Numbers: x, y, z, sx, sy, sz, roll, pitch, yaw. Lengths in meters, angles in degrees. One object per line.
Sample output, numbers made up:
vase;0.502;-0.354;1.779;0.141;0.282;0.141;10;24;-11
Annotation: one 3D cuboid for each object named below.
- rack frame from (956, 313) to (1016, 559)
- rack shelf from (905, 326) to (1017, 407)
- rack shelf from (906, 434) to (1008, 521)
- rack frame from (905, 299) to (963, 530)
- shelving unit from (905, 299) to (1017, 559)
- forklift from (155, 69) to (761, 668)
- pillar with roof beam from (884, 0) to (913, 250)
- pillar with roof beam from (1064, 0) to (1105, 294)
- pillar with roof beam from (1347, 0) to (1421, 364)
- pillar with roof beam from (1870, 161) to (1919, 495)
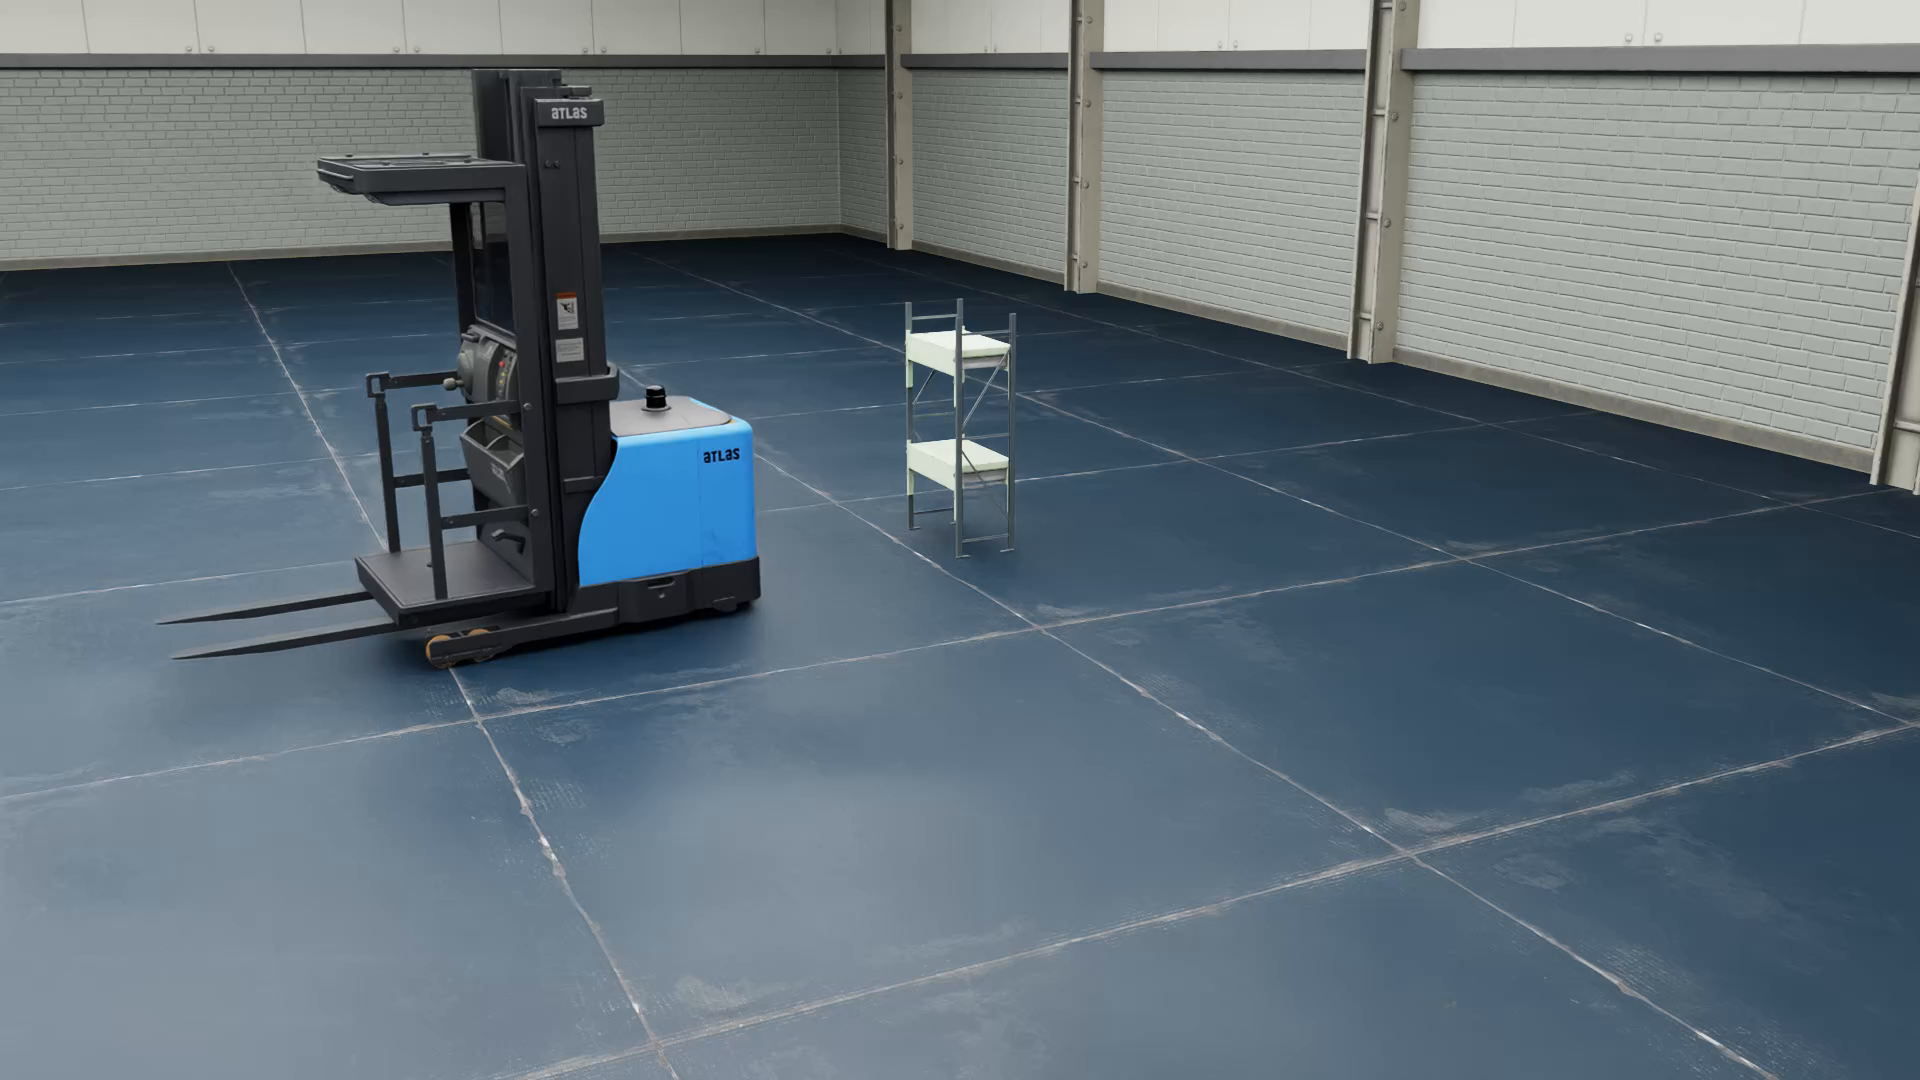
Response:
rack frame;0.157;-0.632;10.233;0.400;1.500;0.023;-8;18;-25
rack shelf;-0.003;-1.098;10.442;0.431;0.370;0.720;-8;18;-25
rack shelf;-0.003;-0.409;10.639;0.431;0.370;0.720;-8;18;-25
rack frame;-0.163;-0.813;10.866;0.400;1.500;0.023;-8;18;-25
shelving unit;-0.003;-0.723;10.550;0.431;1.500;0.755;-8;18;-25
forklift;-2.654;-0.921;8.647;3.031;2.935;1.130;-9;19;-30
pillar with roof beam;-4.861;-8.654;24.594;9.100;9.000;0.400;-8;18;-25
pillar with roof beam;-2.233;-7.166;19.409;9.100;9.000;0.400;-8;18;-25
pillar with roof beam;0.396;-5.679;14.225;9.100;9.000;0.400;-8;18;-25
pillar with roof beam;3.024;-4.191;9.041;9.100;9.000;0.400;-8;18;-25
